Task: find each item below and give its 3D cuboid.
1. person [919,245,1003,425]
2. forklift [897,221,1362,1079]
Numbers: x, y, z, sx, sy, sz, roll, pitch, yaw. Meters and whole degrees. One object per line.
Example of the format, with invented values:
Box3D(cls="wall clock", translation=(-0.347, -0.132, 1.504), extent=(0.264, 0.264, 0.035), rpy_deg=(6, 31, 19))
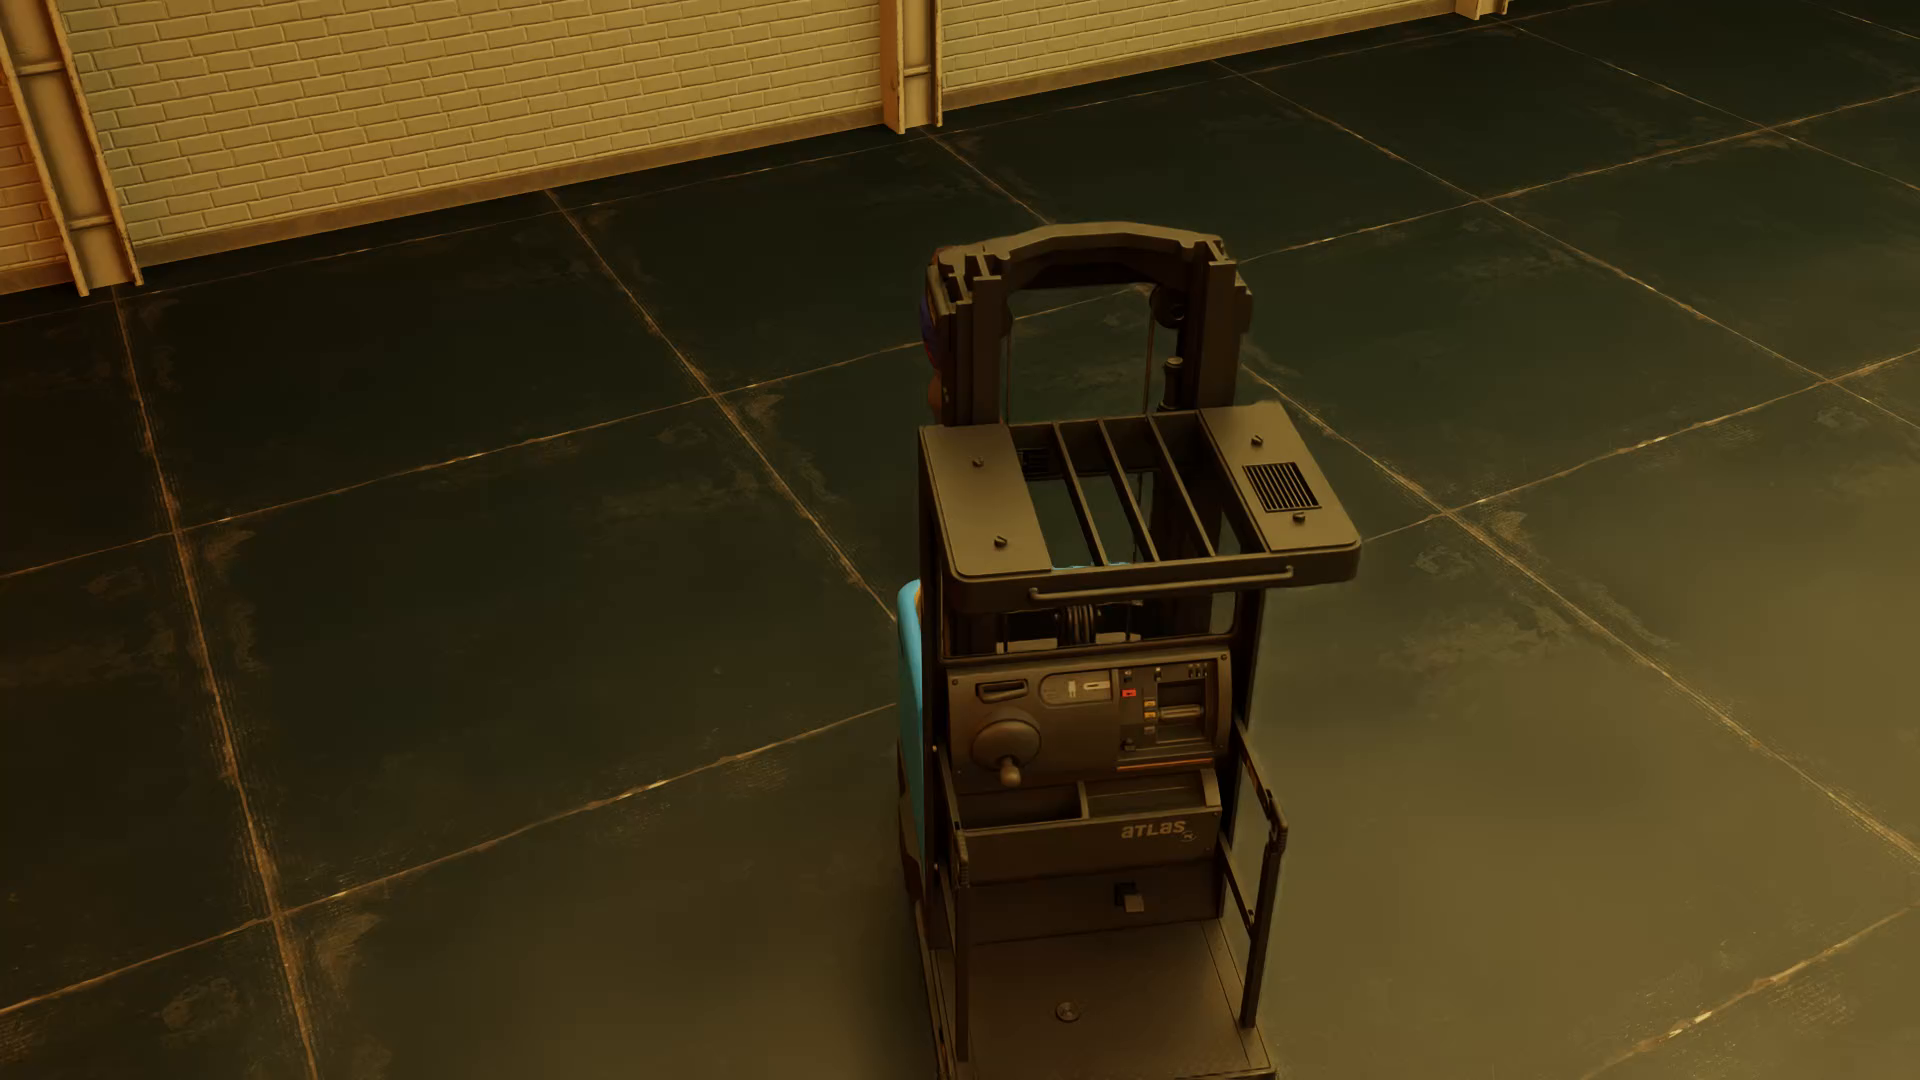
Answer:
Box3D(cls="person", translation=(0.087, -0.695, 8.200), extent=(0.504, 1.654, 0.569), rpy_deg=(-17, 39, -23))
Box3D(cls="forklift", translation=(0.456, 0.638, 5.221), extent=(1.130, 2.935, 3.031), rpy_deg=(-5, 36, -7))
